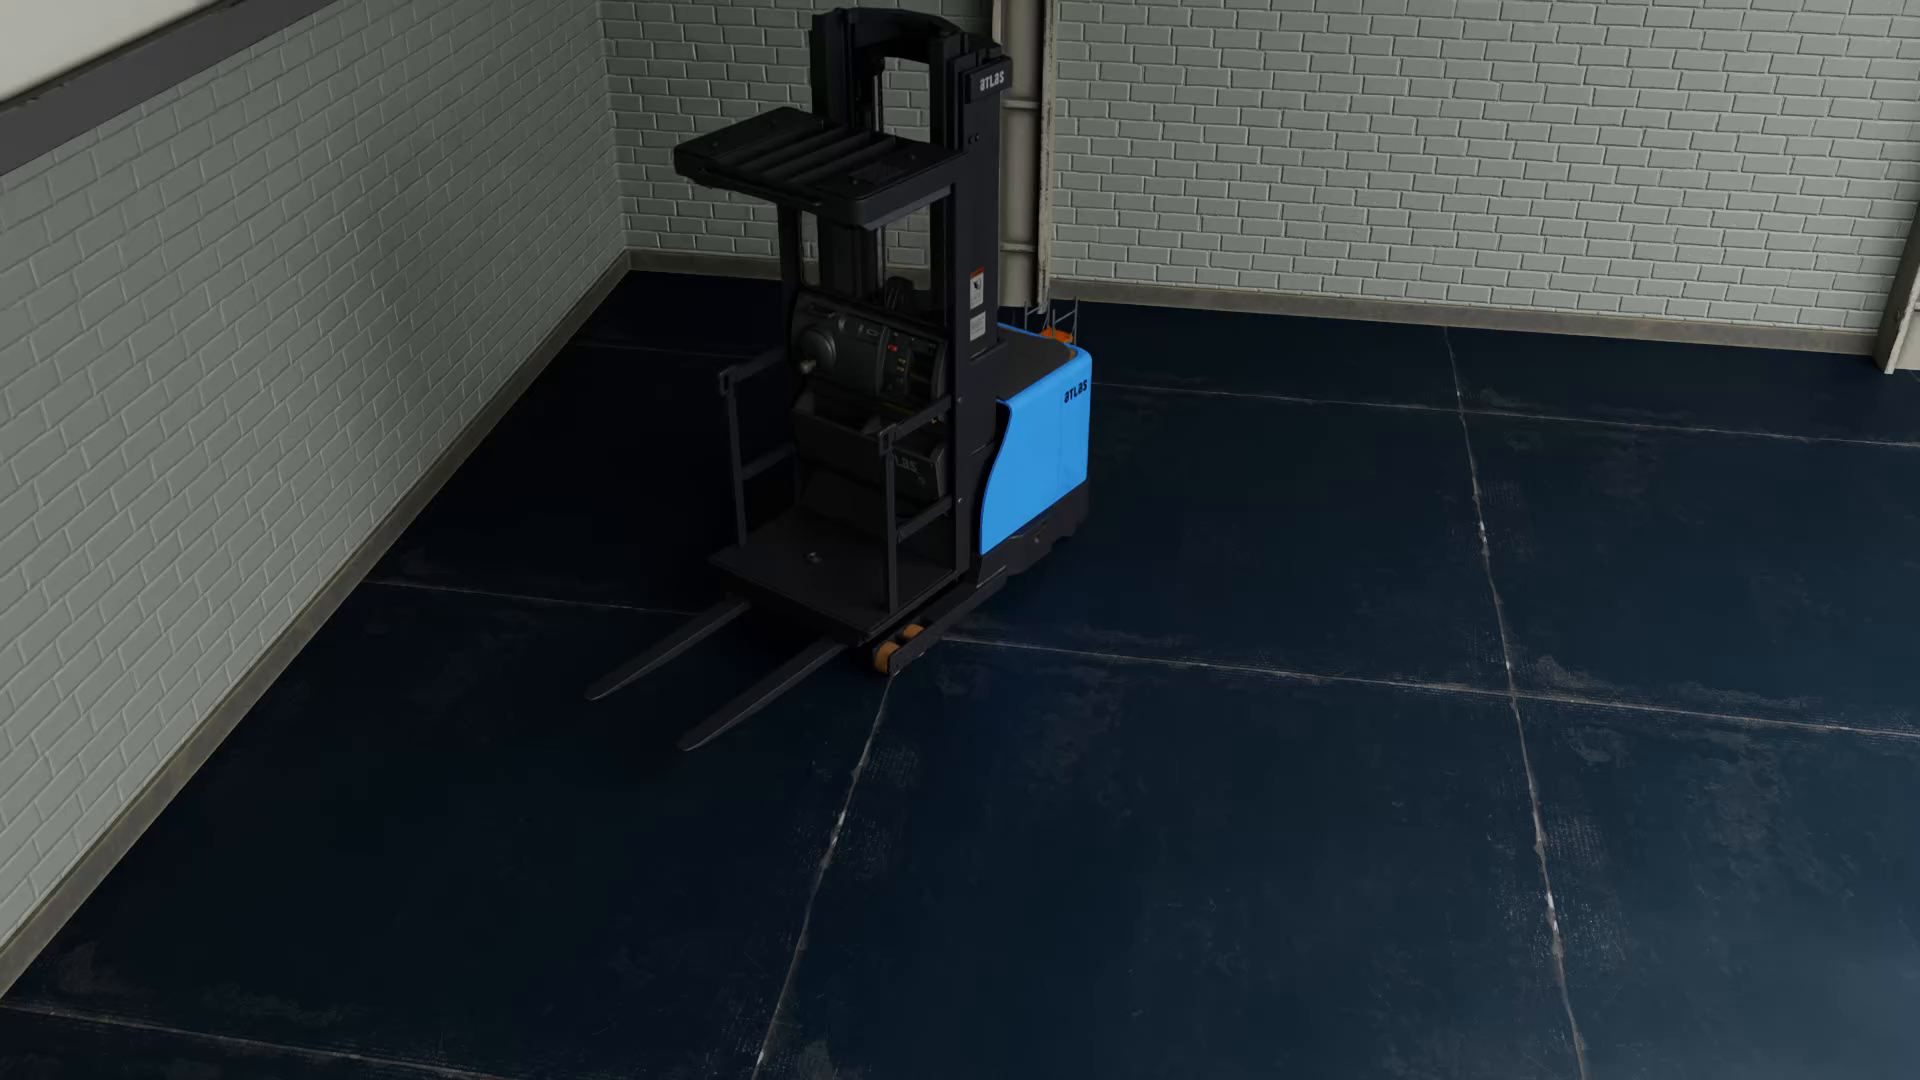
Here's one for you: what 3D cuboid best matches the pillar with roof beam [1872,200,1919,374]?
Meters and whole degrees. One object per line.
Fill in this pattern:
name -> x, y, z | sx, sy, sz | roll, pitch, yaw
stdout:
pillar with roof beam -> 5.617, -2.731, 5.131 | 0.400, 9.000, 9.100 | 5, 32, 8

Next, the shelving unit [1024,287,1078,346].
shelving unit -> 0.499, -0.813, 9.417 | 0.189, 1.200, 0.258 | 22, 38, 31

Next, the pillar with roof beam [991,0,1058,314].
pillar with roof beam -> -0.298, -3.266, 5.987 | 0.400, 9.000, 9.100 | 5, 32, 8

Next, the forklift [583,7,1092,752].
forklift -> -0.569, -0.869, 7.875 | 1.130, 2.935, 3.031 | 22, 38, 31

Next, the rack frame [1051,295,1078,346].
rack frame -> 0.572, -0.784, 9.371 | 0.006, 1.200, 0.240 | 22, 38, 31

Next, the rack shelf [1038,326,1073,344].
rack shelf -> 0.499, -1.081, 9.250 | 0.180, 0.103, 0.258 | 22, 38, 31

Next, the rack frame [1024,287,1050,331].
rack frame -> 0.426, -0.842, 9.464 | 0.006, 1.200, 0.240 | 22, 38, 31
